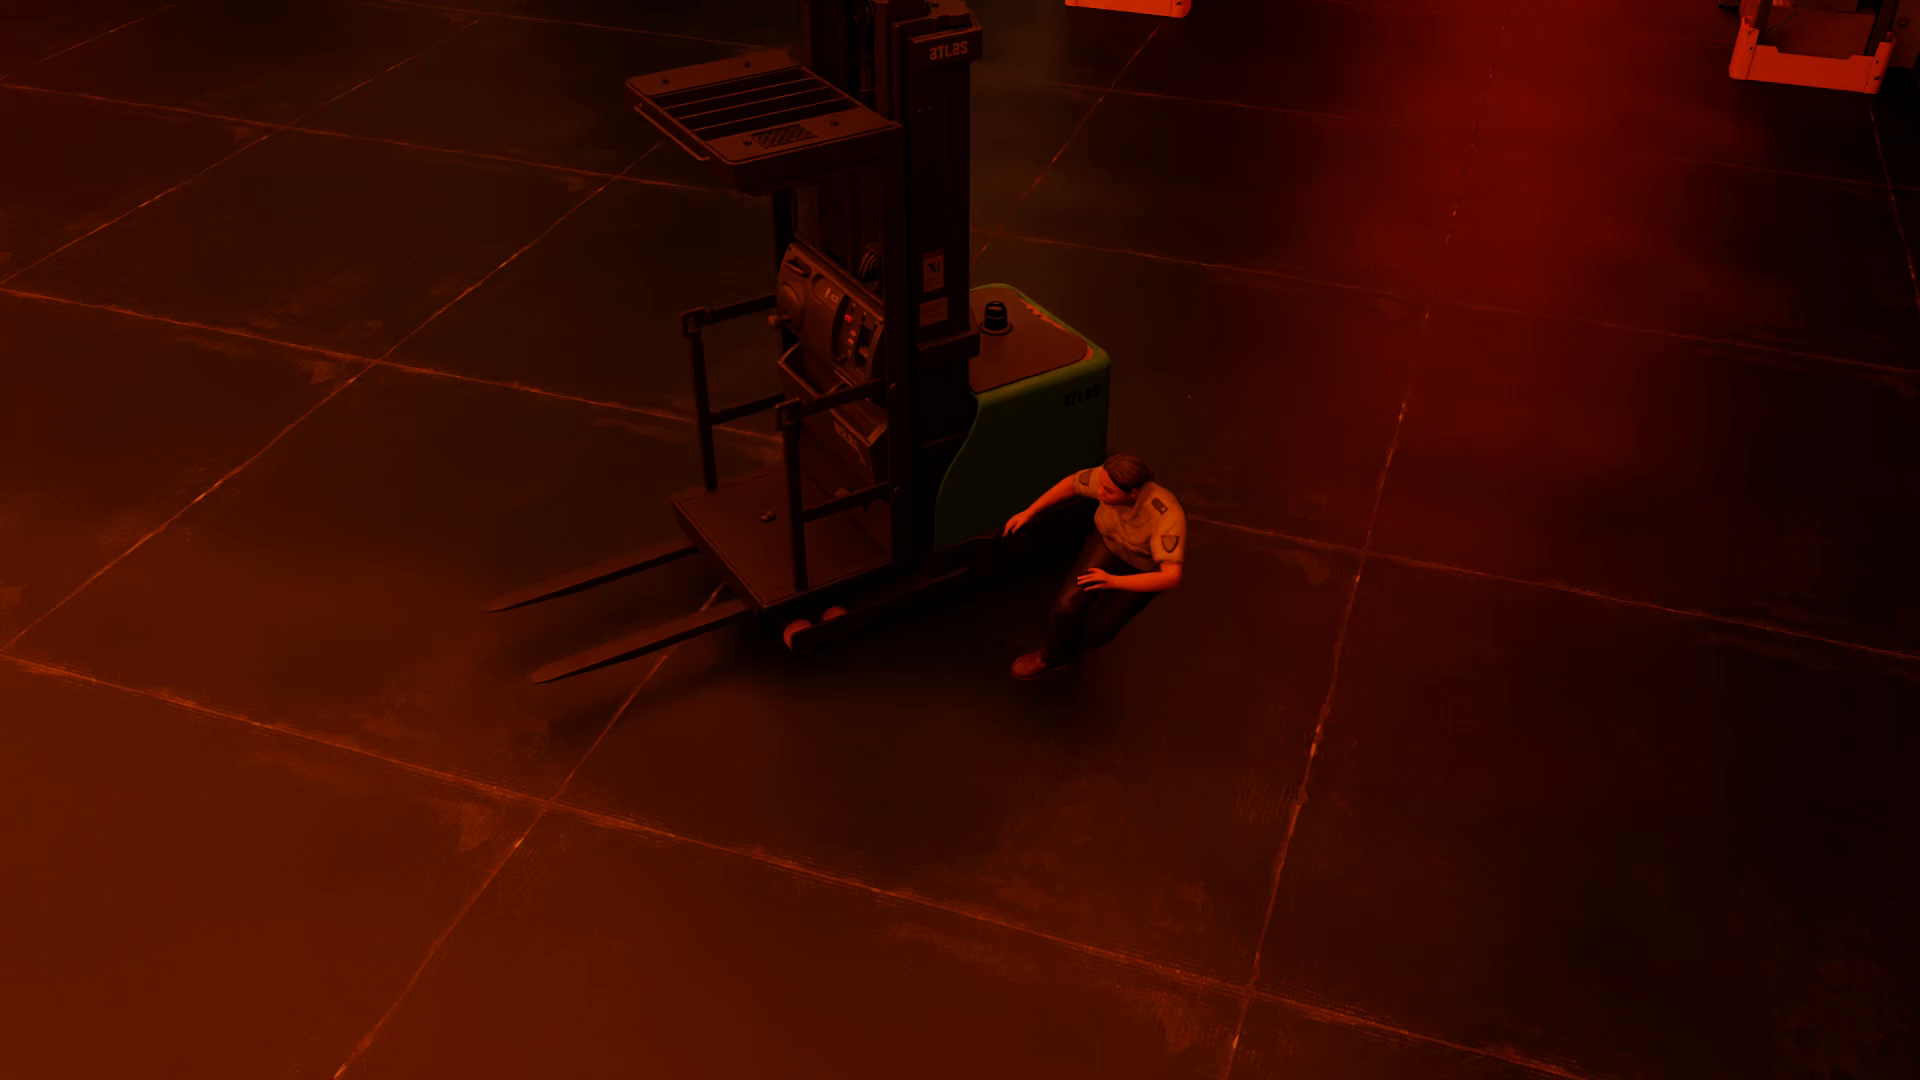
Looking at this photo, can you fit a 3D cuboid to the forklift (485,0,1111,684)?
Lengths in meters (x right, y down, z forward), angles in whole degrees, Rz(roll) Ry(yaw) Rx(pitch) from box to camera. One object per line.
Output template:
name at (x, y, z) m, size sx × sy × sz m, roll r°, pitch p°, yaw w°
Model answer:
forklift at (-0.773, -1.004, 7.527) m, size 3.031 × 2.935 × 1.130 m, roll -20°, pitch 40°, yaw -25°

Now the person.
person at (0.591, 0.163, 7.213) m, size 0.913 × 1.426 × 0.853 m, roll 18°, pitch 39°, yaw 24°
